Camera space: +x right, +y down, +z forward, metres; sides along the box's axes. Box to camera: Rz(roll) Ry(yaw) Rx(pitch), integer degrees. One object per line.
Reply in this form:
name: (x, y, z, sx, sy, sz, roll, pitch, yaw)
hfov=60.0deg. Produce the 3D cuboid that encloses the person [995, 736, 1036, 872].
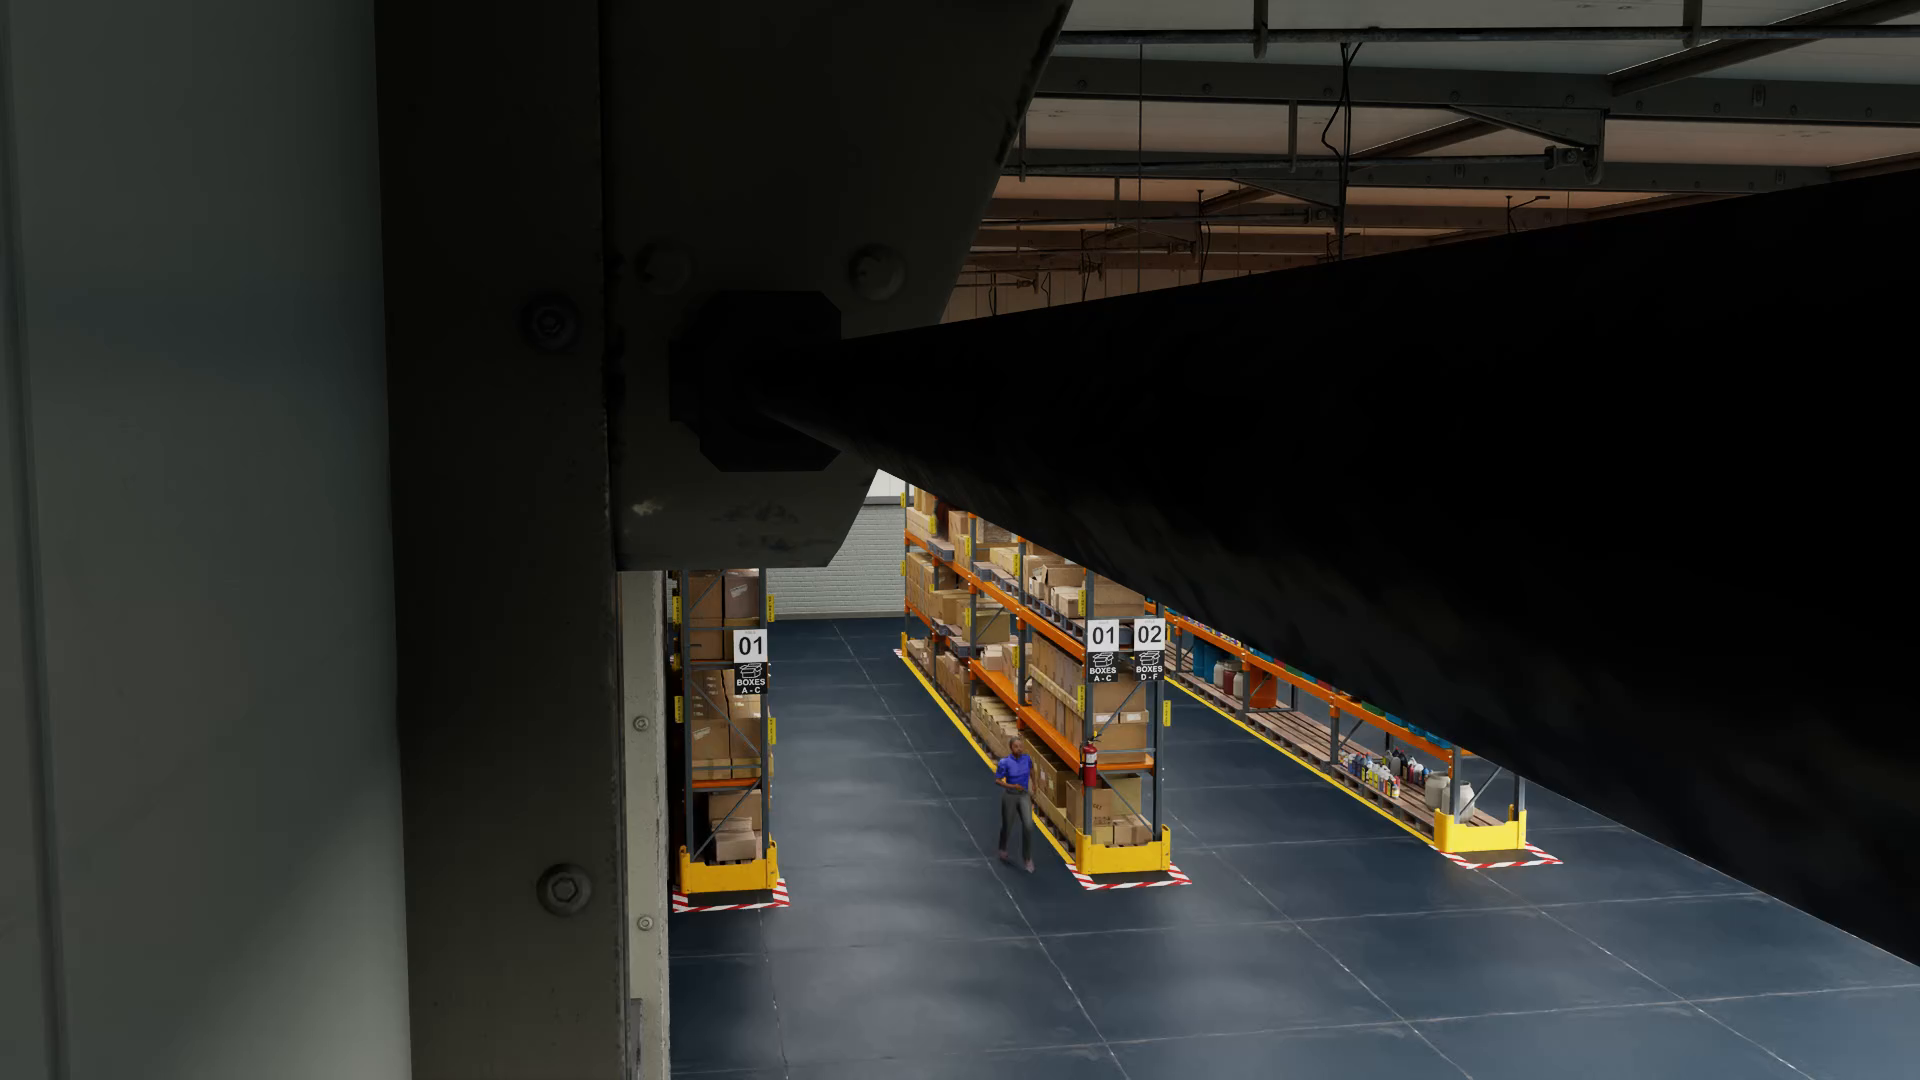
person: (0.711, 3.333, 21.092, 0.601, 1.727, 0.741, -2, 6, -18)
